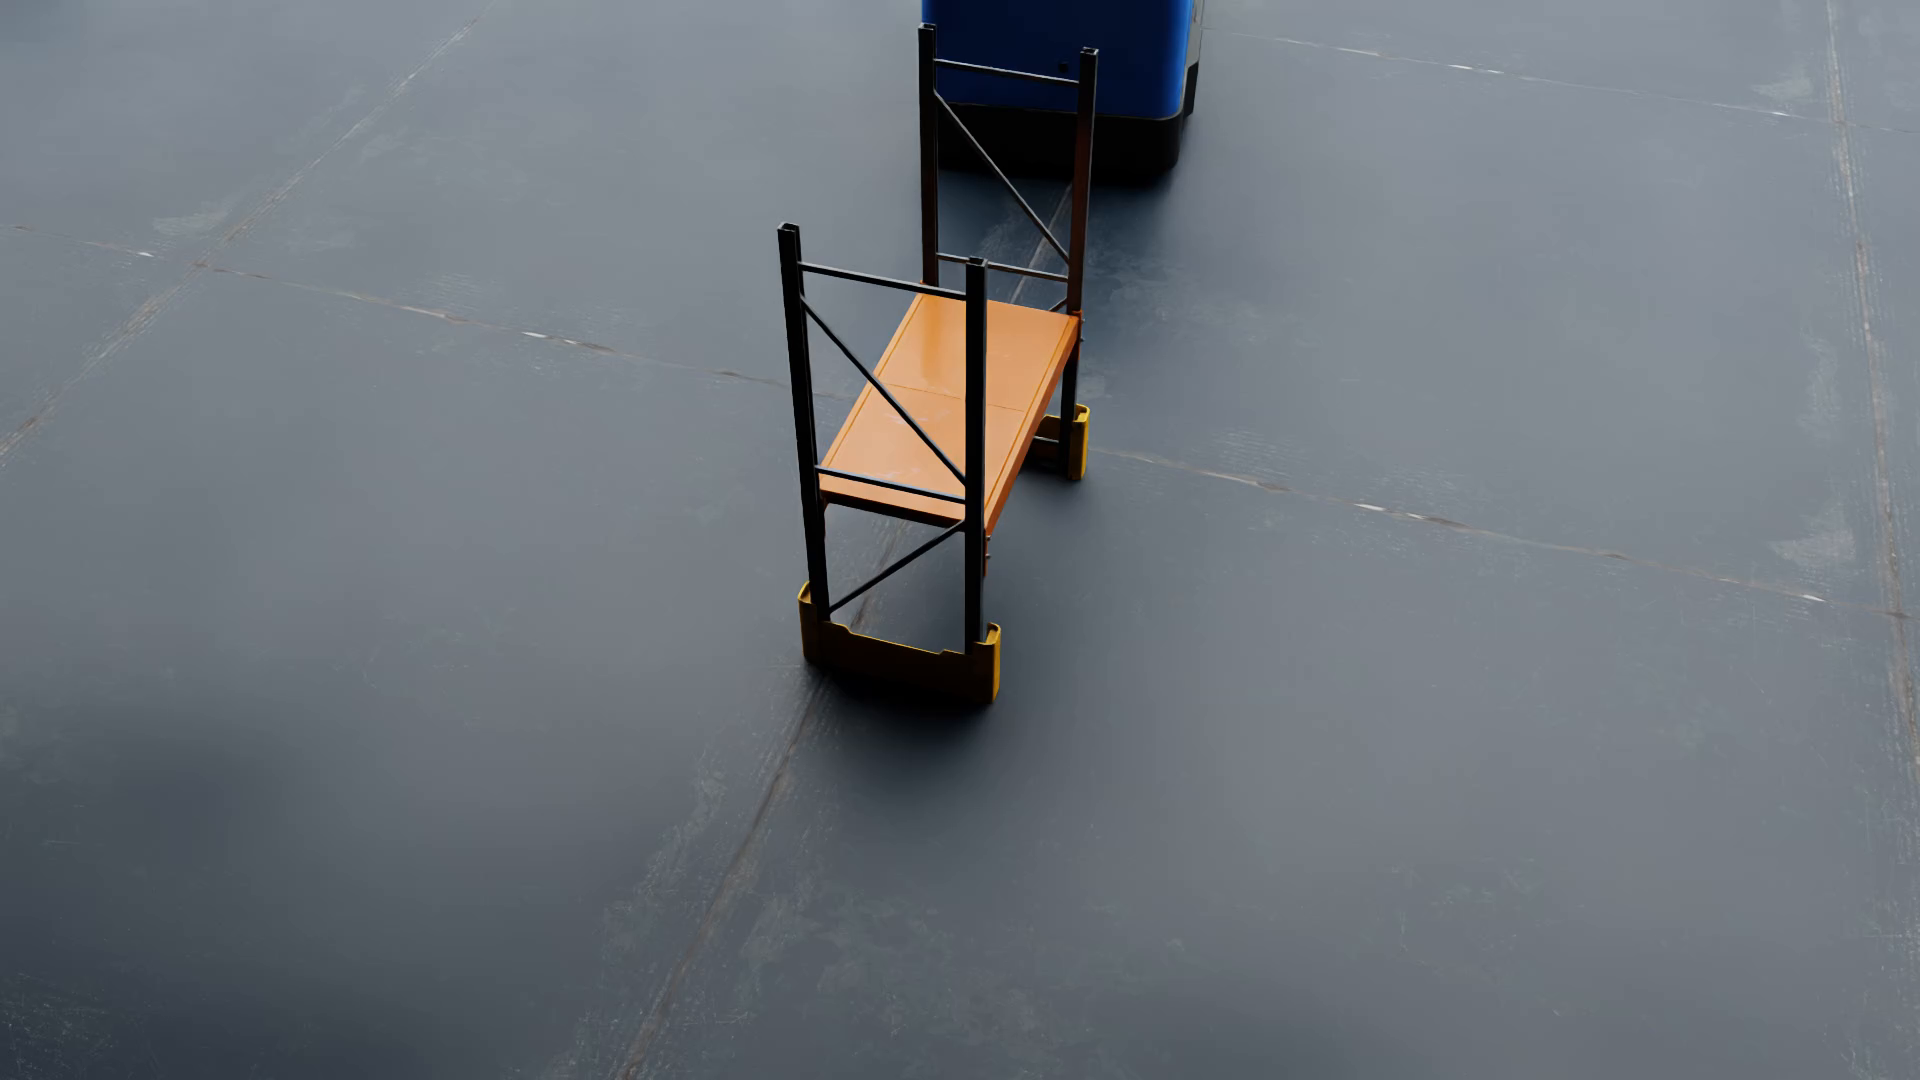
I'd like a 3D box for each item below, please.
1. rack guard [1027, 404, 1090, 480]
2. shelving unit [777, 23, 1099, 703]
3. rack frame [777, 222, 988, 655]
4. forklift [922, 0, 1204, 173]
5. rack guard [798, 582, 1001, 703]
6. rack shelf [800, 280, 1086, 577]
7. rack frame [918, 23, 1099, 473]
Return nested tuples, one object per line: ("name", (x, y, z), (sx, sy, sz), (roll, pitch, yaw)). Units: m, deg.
("rack guard", (0.128, -0.370, 5.450), (0.587, 0.250, 0.087), (13, 46, 13))
("shelving unit", (-0.023, -0.485, 4.674), (0.587, 1.500, 1.083), (13, 46, 13))
("rack frame", (-0.180, -0.140, 4.321), (0.500, 1.500, 0.032), (13, 46, 13))
("forklift", (0.584, -3.554, 6.786), (1.130, 2.935, 3.031), (7, 45, 7))
("rack guard", (-0.174, 0.293, 4.771), (0.587, 0.250, 0.087), (13, 46, 13))
("rack shelf", (-0.026, -0.351, 4.793), (0.538, 0.185, 1.000), (13, 46, 13))
("rack frame", (0.128, -0.818, 5.014), (0.500, 1.500, 0.032), (13, 46, 13))
